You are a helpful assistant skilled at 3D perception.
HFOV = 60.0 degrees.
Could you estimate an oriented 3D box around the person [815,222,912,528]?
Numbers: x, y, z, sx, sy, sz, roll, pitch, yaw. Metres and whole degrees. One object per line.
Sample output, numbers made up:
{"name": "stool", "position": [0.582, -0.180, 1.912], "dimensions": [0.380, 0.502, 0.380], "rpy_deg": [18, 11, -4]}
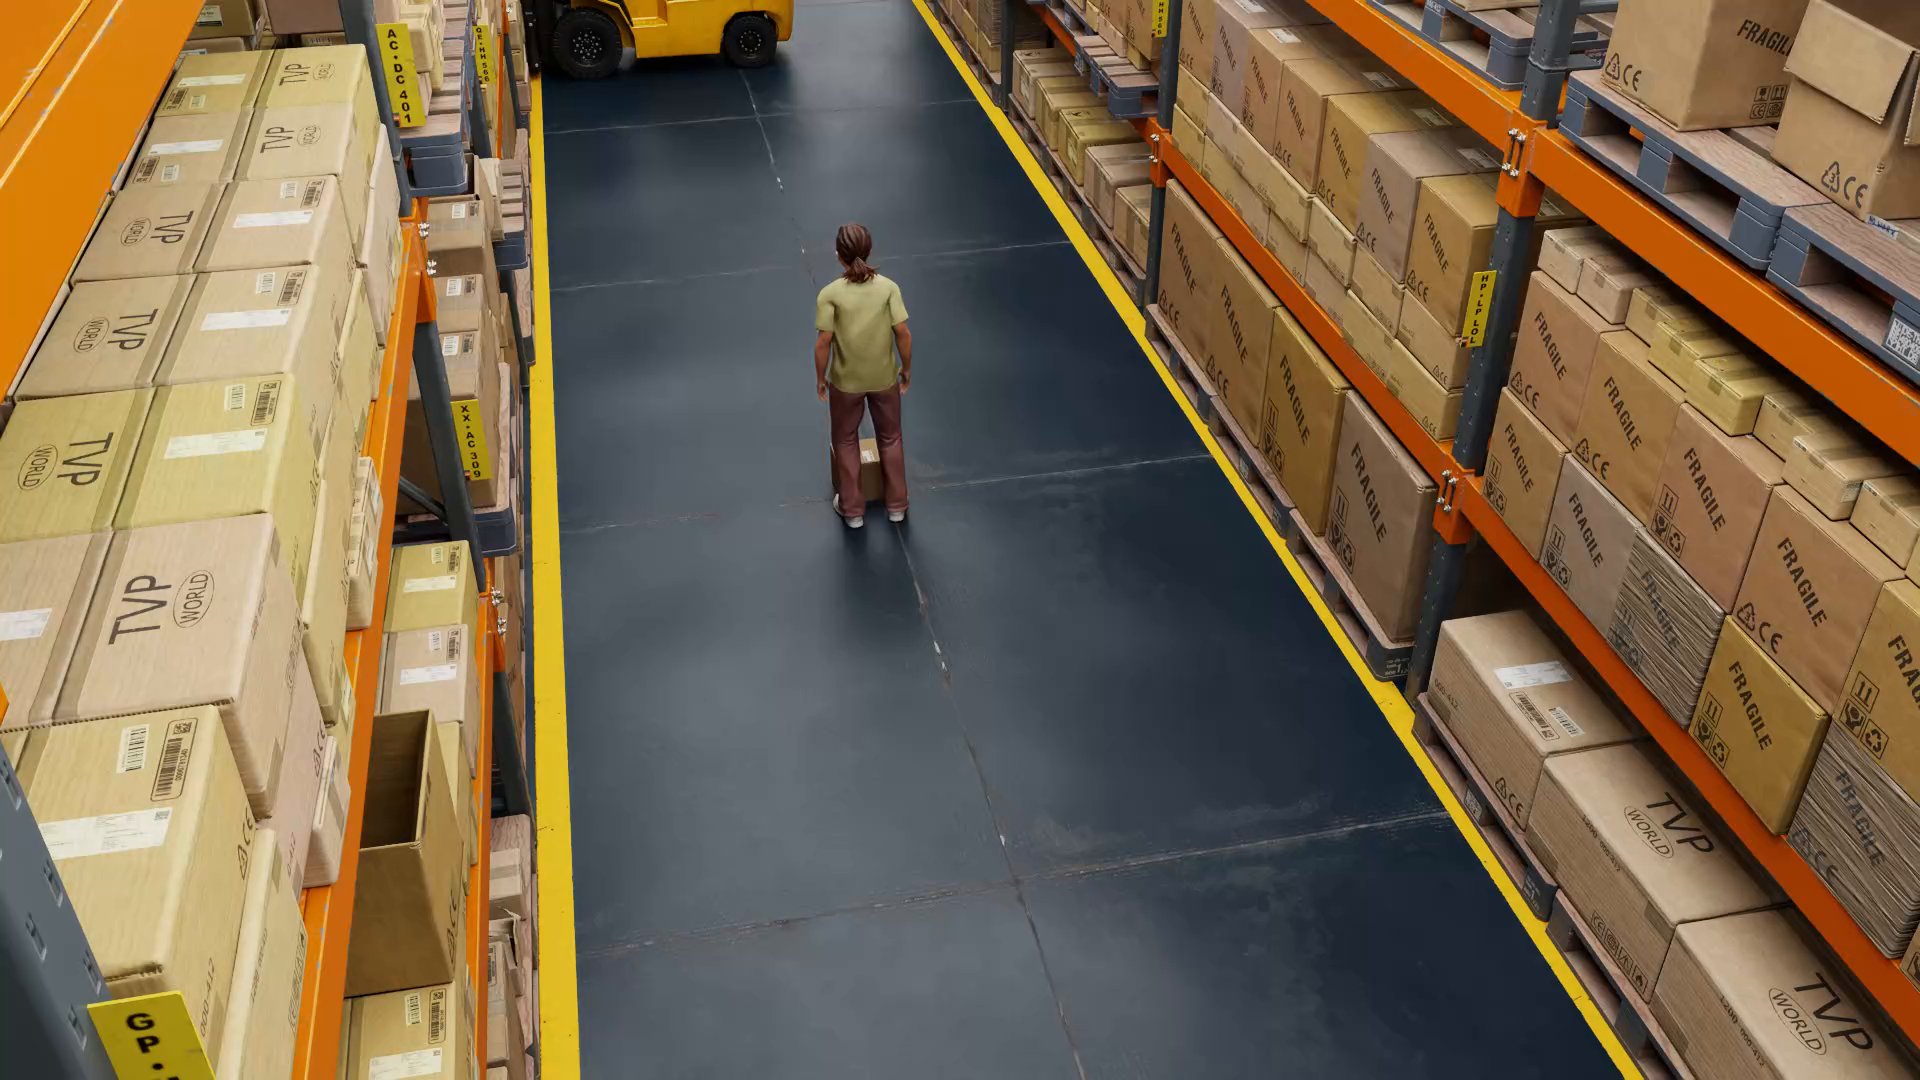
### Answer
{"name": "person", "position": [-0.499, -0.732, 8.630], "dimensions": [0.497, 1.438, 0.360], "rpy_deg": [-7, 35, -10]}
